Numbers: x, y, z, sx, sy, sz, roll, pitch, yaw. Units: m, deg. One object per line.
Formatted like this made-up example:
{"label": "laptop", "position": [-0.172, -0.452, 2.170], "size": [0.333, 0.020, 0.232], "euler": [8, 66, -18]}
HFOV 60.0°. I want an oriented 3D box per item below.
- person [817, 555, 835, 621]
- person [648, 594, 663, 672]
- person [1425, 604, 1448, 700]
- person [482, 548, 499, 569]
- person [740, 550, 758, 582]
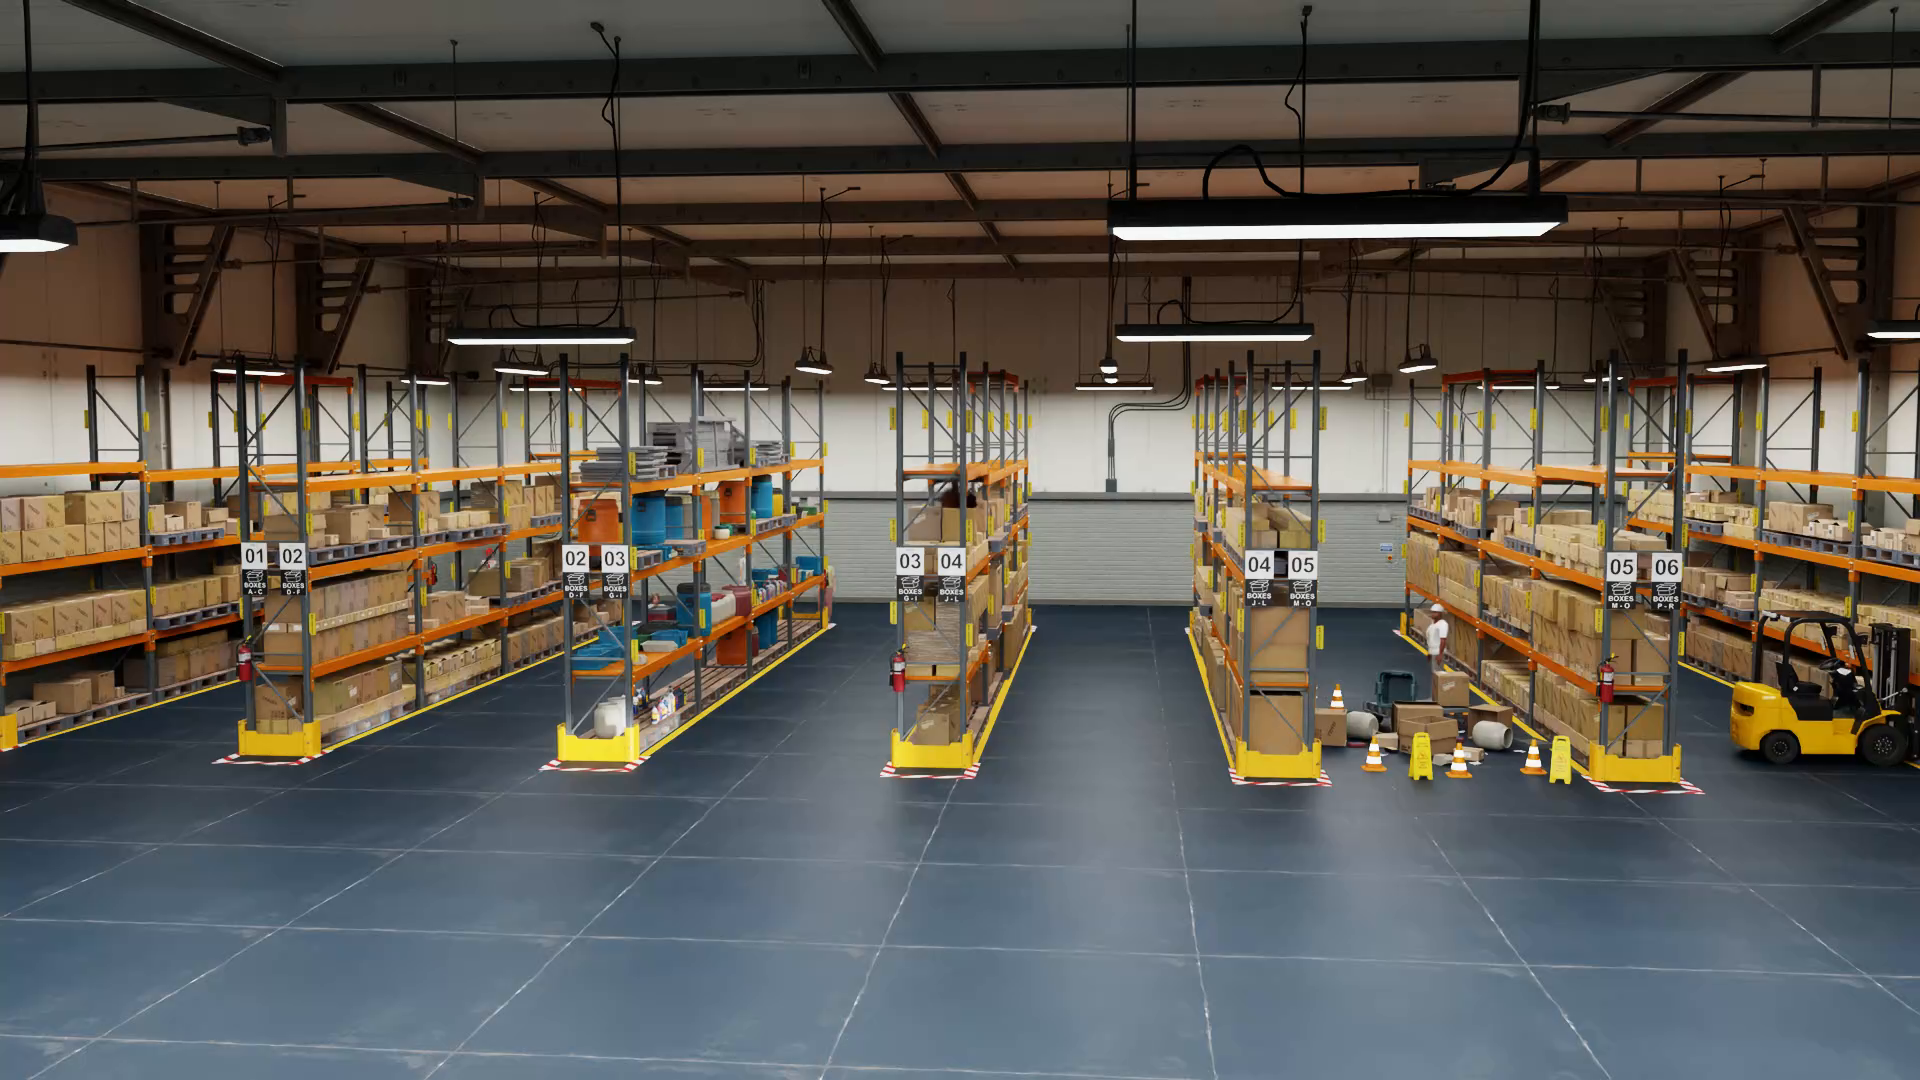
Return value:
{"label": "person", "position": [-3.374, 1.218, 41.669], "size": [0.487, 1.699, 0.410], "euler": [1, 4, 11]}
{"label": "person", "position": [-6.119, 1.861, 33.476], "size": [0.555, 1.583, 0.568], "euler": [1, 4, 9]}
{"label": "person", "position": [8.456, 2.027, 29.499], "size": [0.377, 1.767, 0.653], "euler": [1, 4, 12]}
{"label": "person", "position": [-12.000, 1.089, 42.441], "size": [0.577, 1.758, 0.630], "euler": [1, 4, 7]}
{"label": "person", "position": [-5.573, 1.038, 44.170], "size": [0.525, 1.637, 0.463], "euler": [2, 5, 26]}
